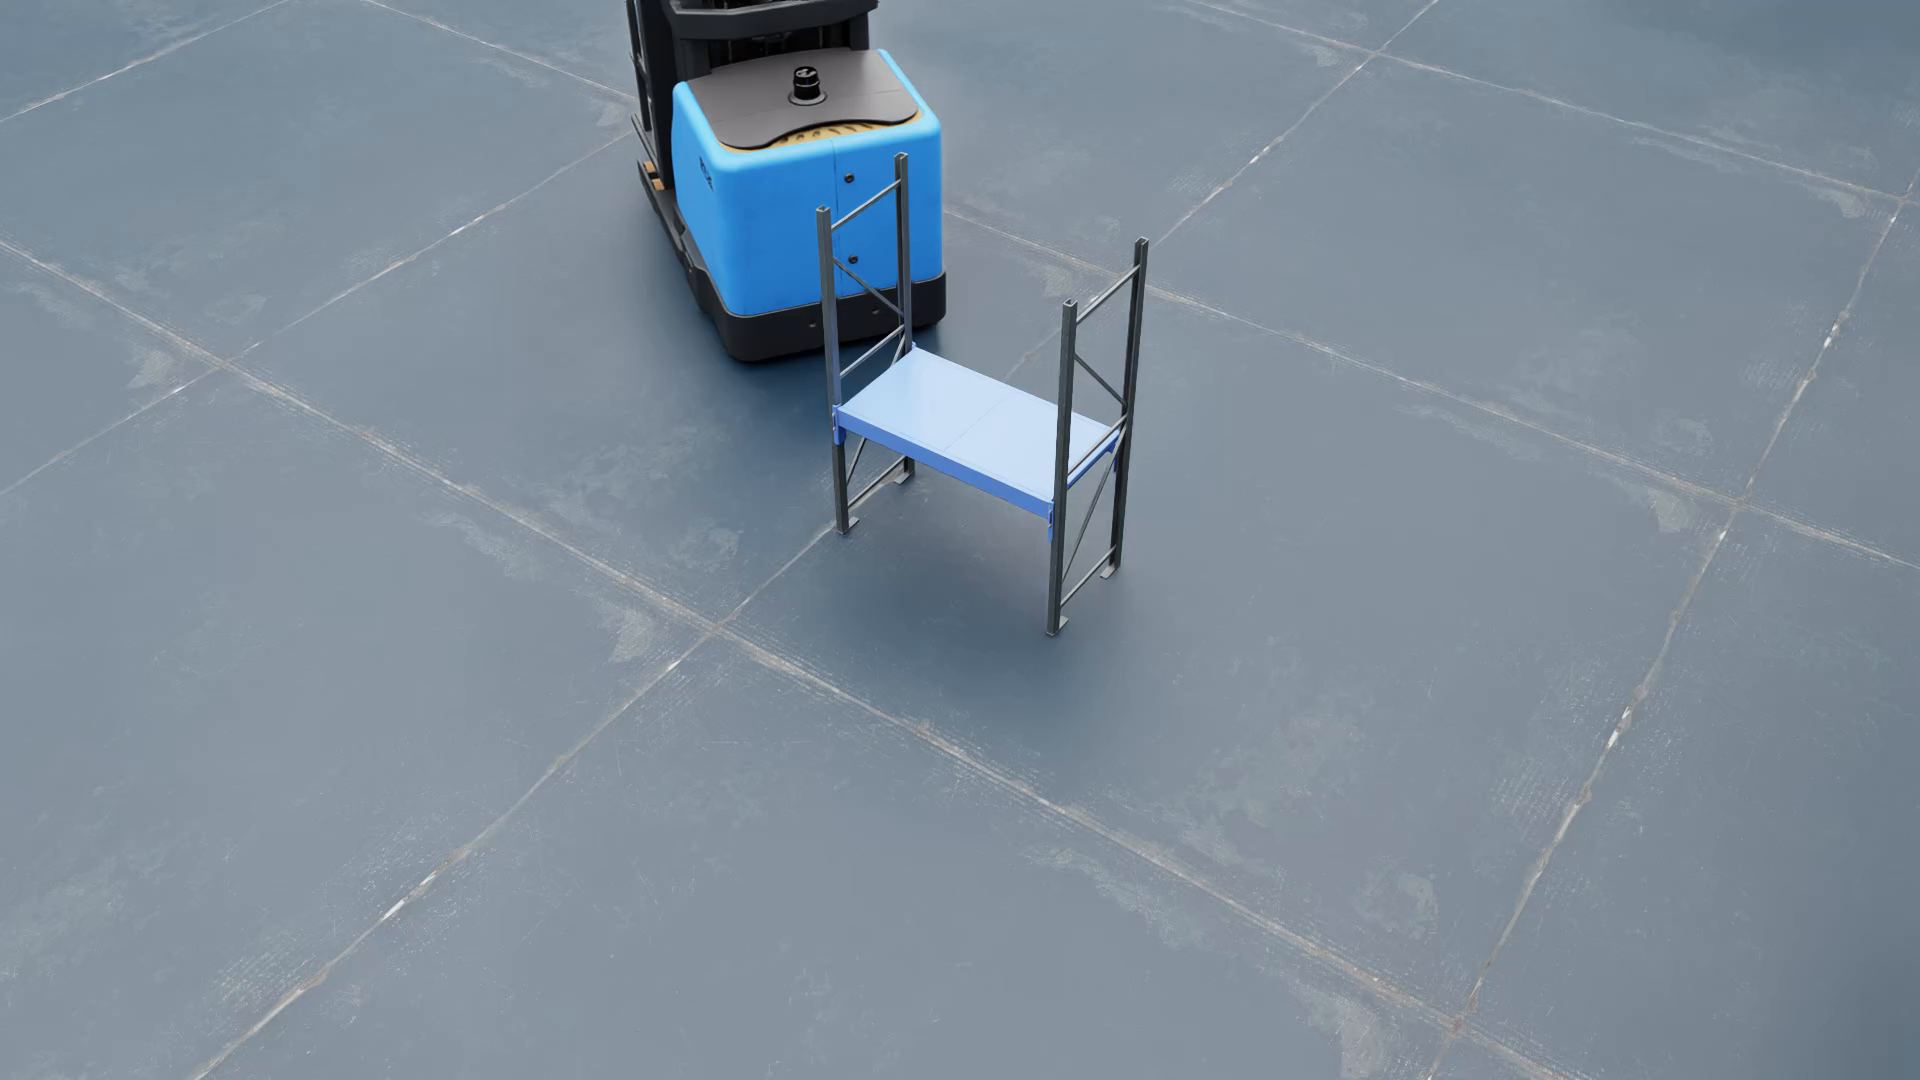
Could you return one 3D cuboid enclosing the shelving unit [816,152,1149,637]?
[{"bbox_3d":[0.070,-0.526,6.213,1.048,1.500,0.538,25,48,25],"label":"shelving unit"}]

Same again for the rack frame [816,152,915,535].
[{"bbox_3d":[-0.346,-0.721,6.431,0.032,1.500,0.500,25,48,25],"label":"rack frame"}]

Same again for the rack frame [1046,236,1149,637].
[{"bbox_3d":[0.486,-0.332,5.996,0.032,1.500,0.500,25,48,25],"label":"rack frame"}]

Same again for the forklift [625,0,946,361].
[{"bbox_3d":[-1.056,-2.897,7.790,1.130,2.935,3.031,-14,44,-15],"label":"forklift"}]

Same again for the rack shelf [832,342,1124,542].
[{"bbox_3d":[0.070,-0.392,6.333,1.000,0.185,0.538,25,48,25],"label":"rack shelf"}]
